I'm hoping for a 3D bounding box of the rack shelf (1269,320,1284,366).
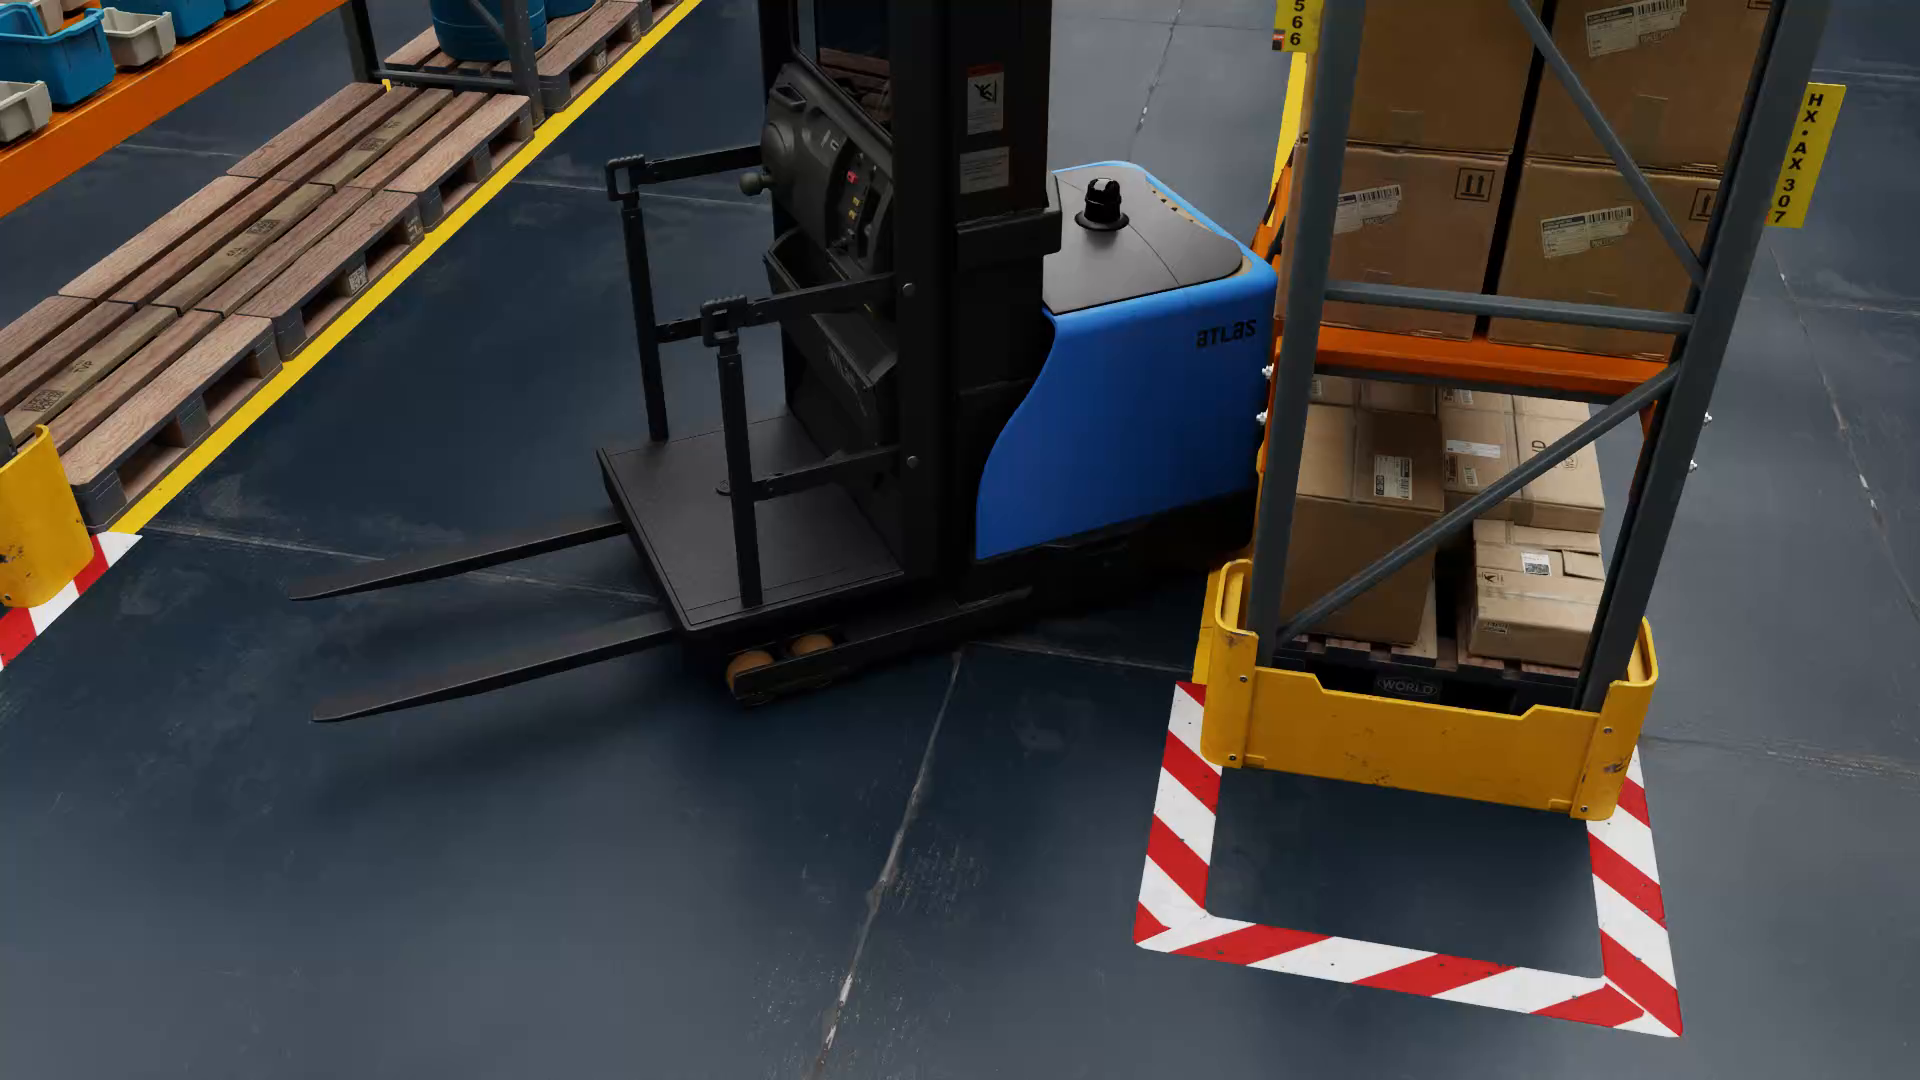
[{"bbox_3d":[1.031,-0.697,5.725,0.258,0.148,0.480,18,45,0],"label":"rack shelf"}]

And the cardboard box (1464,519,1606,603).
[{"bbox_3d":[1.765,0.082,5.120,0.380,0.166,0.250,7,37,10],"label":"cardboard box"}]

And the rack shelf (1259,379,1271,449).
[{"bbox_3d":[0.988,-0.563,5.865,0.258,0.148,0.480,18,45,0],"label":"rack shelf"}]

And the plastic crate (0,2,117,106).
[{"bbox_3d":[-3.037,-1.604,5.499,0.416,0.233,0.300,7,37,10],"label":"plastic crate"}]

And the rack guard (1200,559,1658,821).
[{"bbox_3d":[1.302,0.422,4.742,1.175,0.500,0.348,7,37,10],"label":"rack guard"}]

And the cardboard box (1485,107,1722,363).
[{"bbox_3d":[1.639,-0.809,4.225,0.500,0.500,0.500,8,37,11],"label":"cardboard box"}]

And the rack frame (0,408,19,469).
[{"bbox_3d":[-3.552,-1.170,4.808,1.000,3.000,0.127,7,37,10],"label":"rack frame"}]

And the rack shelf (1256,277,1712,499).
[{"bbox_3d":[1.713,-1.402,5.742,1.077,0.370,4.000,7,37,10],"label":"rack shelf"}]

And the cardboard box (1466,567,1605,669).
[{"bbox_3d":[1.711,0.232,4.928,0.380,0.149,0.250,7,37,10],"label":"cardboard box"}]

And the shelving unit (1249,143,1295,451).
[{"bbox_3d":[1.045,-0.742,5.678,0.258,1.200,0.503,18,45,0],"label":"shelving unit"}]

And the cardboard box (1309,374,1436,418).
[{"bbox_3d":[1.394,-0.495,5.845,0.500,0.250,0.500,7,37,10],"label":"cardboard box"}]

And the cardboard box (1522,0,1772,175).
[{"bbox_3d":[1.639,-1.214,3.931,0.500,0.500,0.500,8,37,11],"label":"cardboard box"}]

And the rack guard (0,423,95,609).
[{"bbox_3d":[-3.545,-0.142,5.520,1.175,0.500,0.348,7,37,10],"label":"rack guard"}]

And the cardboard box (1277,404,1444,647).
[{"bbox_3d":[1.162,-0.056,5.026,0.500,0.500,0.500,7,37,10],"label":"cardboard box"}]

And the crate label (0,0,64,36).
[{"bbox_3d":[-3.443,-1.905,5.996,0.396,0.136,0.243,7,37,10],"label":"crate label"}]

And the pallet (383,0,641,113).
[{"bbox_3d":[-2.492,-2.771,9.394,1.003,0.211,1.213,7,37,10],"label":"pallet"}]

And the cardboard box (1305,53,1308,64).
[{"bbox_3d":[1.220,-1.572,4.425,0.500,0.500,0.500,8,37,11],"label":"cardboard box"}]

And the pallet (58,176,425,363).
[{"bbox_3d":[-3.075,-1.206,7.234,1.003,0.211,1.213,7,37,10],"label":"pallet"}]

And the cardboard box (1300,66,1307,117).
[{"bbox_3d":[1.223,-1.176,4.732,0.500,0.500,0.500,8,37,10],"label":"cardboard box"}]

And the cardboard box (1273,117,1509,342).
[{"bbox_3d":[1.116,-0.878,4.321,0.500,0.500,0.500,8,37,11],"label":"cardboard box"}]

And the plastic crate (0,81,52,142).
[{"bbox_3d":[-3.028,-1.361,5.246,0.250,0.136,0.298,7,37,10],"label":"plastic crate"}]

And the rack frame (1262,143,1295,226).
[{"bbox_3d":[1.100,-0.905,5.851,0.240,1.200,0.015,18,45,0],"label":"rack frame"}]

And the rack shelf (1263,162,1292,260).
[{"bbox_3d":[1.130,-1.008,5.402,0.258,0.148,0.480,18,45,0],"label":"rack shelf"}]

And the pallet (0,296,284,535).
[{"bbox_3d":[-3.338,-0.509,6.272,1.003,0.211,1.213,7,37,10],"label":"pallet"}]

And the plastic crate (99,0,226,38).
[{"bbox_3d":[-2.896,-1.982,6.020,0.416,0.233,0.300,7,37,10],"label":"plastic crate"}]

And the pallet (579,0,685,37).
[{"bbox_3d":[-2.234,-3.473,10.362,1.003,0.211,1.213,7,37,10],"label":"pallet"}]

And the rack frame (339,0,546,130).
[{"bbox_3d":[-2.698,-3.463,7.972,1.000,3.000,0.127,7,37,10],"label":"rack frame"}]

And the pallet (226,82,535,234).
[{"bbox_3d":[-2.817,-1.908,8.202,1.003,0.211,1.213,7,37,10],"label":"pallet"}]

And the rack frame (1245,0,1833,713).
[{"bbox_3d":[1.286,-0.547,3.949,1.000,3.000,0.127,7,37,10],"label":"rack frame"}]

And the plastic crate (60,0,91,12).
[{"bbox_3d":[-3.398,-2.077,6.233,0.298,0.136,0.250,7,37,10],"label":"plastic crate"}]

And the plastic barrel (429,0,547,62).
[{"bbox_3d":[-2.565,-3.093,8.892,0.600,0.901,0.708,7,37,10],"label":"plastic barrel"}]

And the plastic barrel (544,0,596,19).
[{"bbox_3d":[-2.414,-3.499,9.452,0.600,0.901,0.708,7,37,10],"label":"plastic barrel"}]

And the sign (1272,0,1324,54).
[{"bbox_3d":[0.748,-1.225,3.628,0.100,0.325,0.005,7,37,10],"label":"sign"}]

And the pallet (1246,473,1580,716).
[{"bbox_3d":[1.472,0.082,5.458,1.003,0.211,1.213,7,37,10],"label":"pallet"}]

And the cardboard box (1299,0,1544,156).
[{"bbox_3d":[1.113,-1.282,4.025,0.500,0.500,0.500,7,37,10],"label":"cardboard box"}]

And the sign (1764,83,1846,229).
[{"bbox_3d":[1.816,-0.829,3.601,0.100,0.325,0.005,7,37,10],"label":"sign"}]

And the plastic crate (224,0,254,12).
[{"bbox_3d":[-2.832,-2.154,6.257,0.416,0.233,0.300,7,37,10],"label":"plastic crate"}]

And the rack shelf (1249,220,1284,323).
[{"bbox_3d":[1.079,-0.848,5.568,0.258,0.148,0.480,18,45,0],"label":"rack shelf"}]

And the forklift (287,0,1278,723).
[{"bbox_3d":[-0.570,-1.038,4.684,3.031,2.935,1.130,-15,38,-19],"label":"forklift"}]

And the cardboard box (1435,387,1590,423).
[{"bbox_3d":[1.893,-0.461,5.798,0.500,0.250,0.500,7,37,10],"label":"cardboard box"}]

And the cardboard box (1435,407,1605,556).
[{"bbox_3d":[1.786,-0.175,5.403,0.500,0.250,0.500,7,37,10],"label":"cardboard box"}]

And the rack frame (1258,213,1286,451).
[{"bbox_3d":[0.991,-0.580,5.505,0.240,1.200,0.015,18,45,0],"label":"rack frame"}]

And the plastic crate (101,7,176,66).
[{"bbox_3d":[-2.883,-1.750,5.782,0.250,0.136,0.298,7,37,10],"label":"plastic crate"}]
